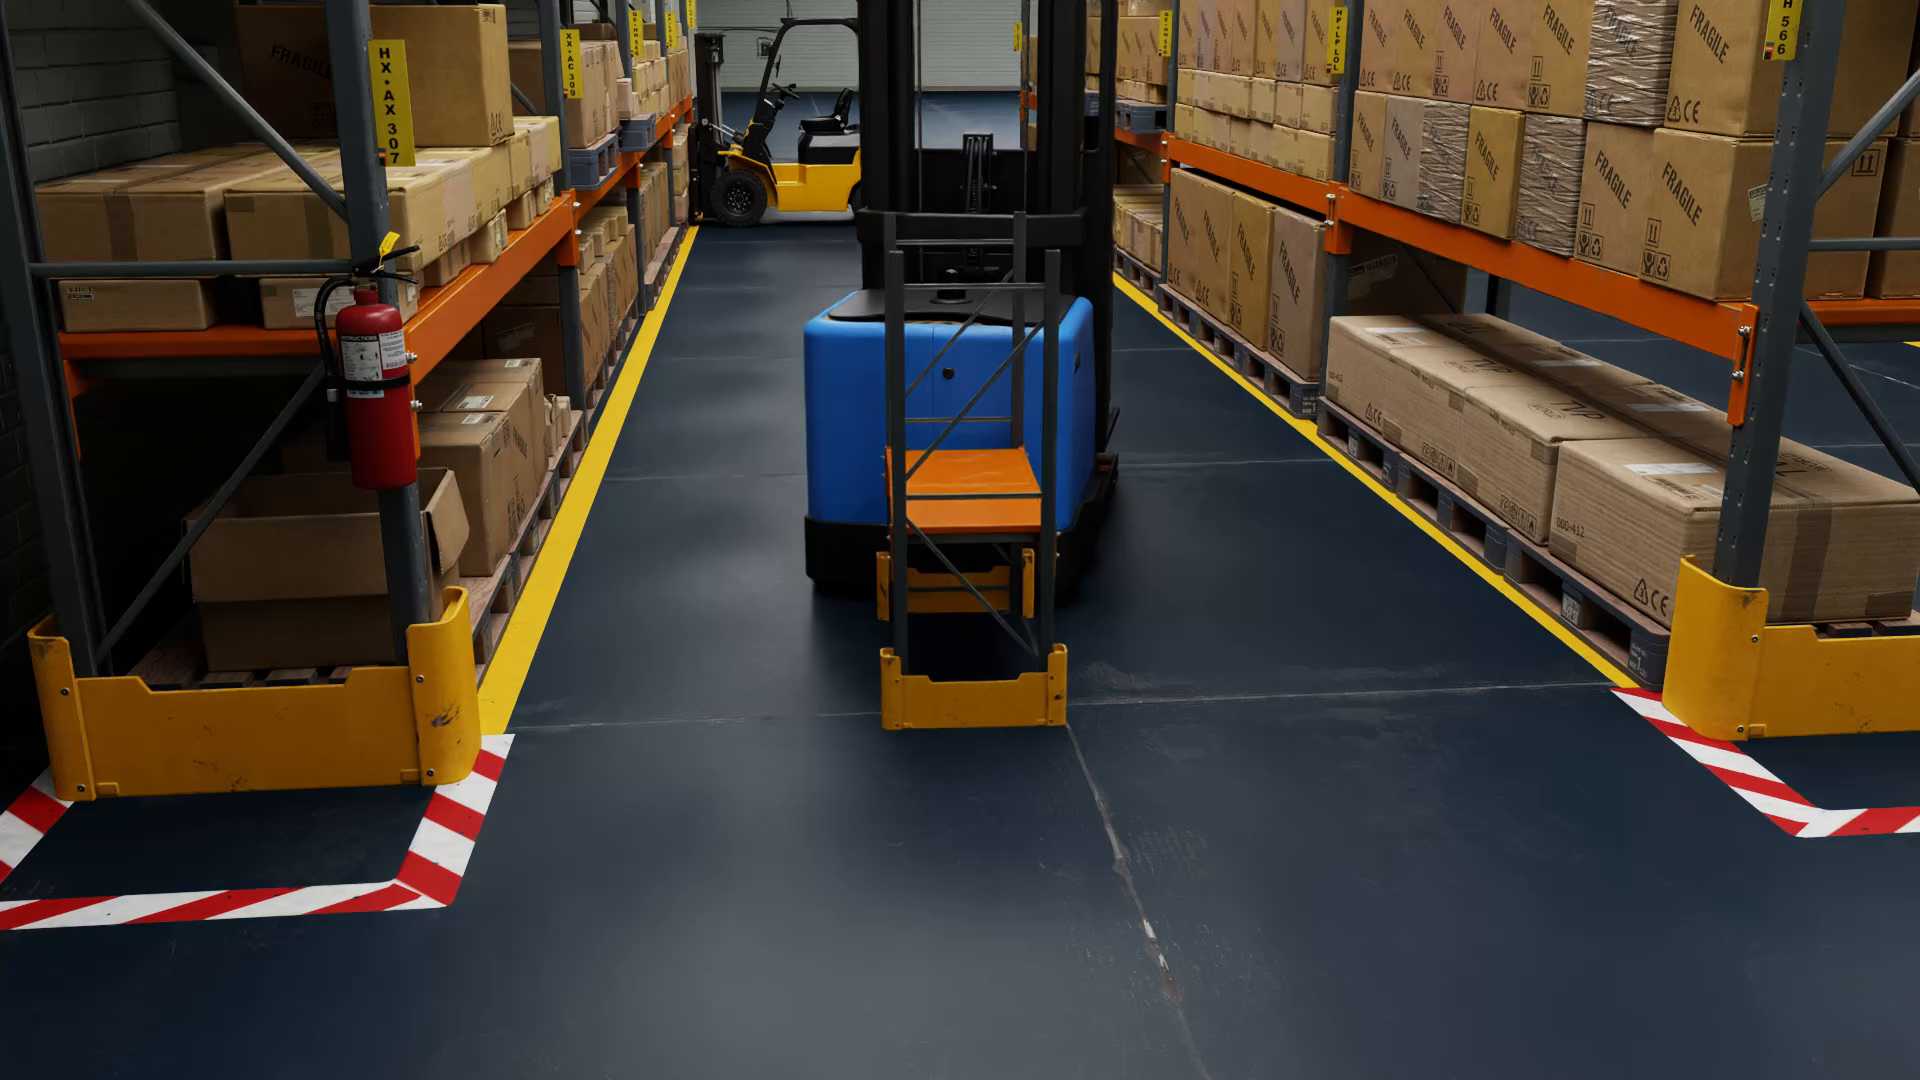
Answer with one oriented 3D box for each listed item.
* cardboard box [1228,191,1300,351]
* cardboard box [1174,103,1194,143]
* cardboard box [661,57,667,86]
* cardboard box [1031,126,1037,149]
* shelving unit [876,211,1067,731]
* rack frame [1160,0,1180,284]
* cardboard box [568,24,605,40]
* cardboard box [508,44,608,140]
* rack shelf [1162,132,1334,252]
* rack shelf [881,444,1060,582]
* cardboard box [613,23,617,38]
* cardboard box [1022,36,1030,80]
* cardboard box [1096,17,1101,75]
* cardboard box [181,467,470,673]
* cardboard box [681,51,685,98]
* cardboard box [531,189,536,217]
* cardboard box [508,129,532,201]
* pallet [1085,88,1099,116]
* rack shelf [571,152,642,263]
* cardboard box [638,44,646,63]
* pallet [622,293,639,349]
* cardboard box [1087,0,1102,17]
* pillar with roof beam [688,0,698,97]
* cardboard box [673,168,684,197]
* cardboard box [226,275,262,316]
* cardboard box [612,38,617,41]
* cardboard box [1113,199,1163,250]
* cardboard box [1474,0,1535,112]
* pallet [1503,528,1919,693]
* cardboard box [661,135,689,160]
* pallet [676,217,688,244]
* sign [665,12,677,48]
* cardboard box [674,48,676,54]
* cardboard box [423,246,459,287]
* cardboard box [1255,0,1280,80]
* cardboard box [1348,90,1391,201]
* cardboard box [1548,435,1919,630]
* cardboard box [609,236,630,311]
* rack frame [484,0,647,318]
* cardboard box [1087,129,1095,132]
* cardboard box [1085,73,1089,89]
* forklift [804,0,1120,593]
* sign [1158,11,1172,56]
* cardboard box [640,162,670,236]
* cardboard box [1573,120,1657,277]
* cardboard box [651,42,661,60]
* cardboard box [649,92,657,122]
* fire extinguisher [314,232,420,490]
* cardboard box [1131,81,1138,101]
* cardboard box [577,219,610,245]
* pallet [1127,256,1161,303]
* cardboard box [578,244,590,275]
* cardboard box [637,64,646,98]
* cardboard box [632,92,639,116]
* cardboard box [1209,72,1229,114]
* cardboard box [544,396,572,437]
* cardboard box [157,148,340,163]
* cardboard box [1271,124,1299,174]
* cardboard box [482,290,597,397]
[{"bbox_3d":[2.234,-1.708,10.455,0.875,0.875,0.875,-1,17,-4],"label":"cardboard box"},{"bbox_3d":[1.866,-3.037,12.092,0.500,0.250,0.500,-2,18,-7],"label":"cardboard box"},{"bbox_3d":[-2.979,-4.328,15.370,0.500,0.250,0.500,-2,18,-7],"label":"cardboard box"},{"bbox_3d":[1.110,-4.480,19.077,0.500,0.500,0.500,-2,18,-8],"label":"cardboard box"},{"bbox_3d":[0.013,-0.279,5.560,0.587,1.500,1.083,-1,17,-3],"label":"shelving unit"},{"bbox_3d":[2.066,-3.262,12.559,1.000,3.000,0.127,-2,18,-6],"label":"rack frame"},{"bbox_3d":[-3.617,-4.884,15.980,0.380,0.149,0.250,-2,18,-6],"label":"cardboard box"},{"bbox_3d":[-2.339,-2.469,9.166,0.700,0.500,0.500,-2,17,-5],"label":"cardboard box"},{"bbox_3d":[2.272,-2.323,10.769,1.077,0.370,4.000,-2,18,-6],"label":"rack shelf"},{"bbox_3d":[0.012,-0.110,5.623,0.538,0.185,1.000,-1,17,-3],"label":"rack shelf"},{"bbox_3d":[-3.717,-5.267,17.198,0.380,0.149,0.250,-2,18,-6],"label":"cardboard box"},{"bbox_3d":[1.014,-5.685,19.615,0.500,0.500,0.500,-2,18,-6],"label":"cardboard box"},{"bbox_3d":[1.506,-4.398,14.814,0.500,0.500,0.500,-2,18,-6],"label":"cardboard box"},{"bbox_3d":[-2.015,0.082,5.376,0.797,0.503,0.637,-2,18,-8],"label":"cardboard box"},{"bbox_3d":[-3.287,-5.093,18.223,0.500,0.500,0.500,-2,18,-7],"label":"cardboard box"},{"bbox_3d":[-2.075,-1.476,7.290,0.380,0.149,0.250,-1,17,-4],"label":"cardboard box"},{"bbox_3d":[-2.059,-1.544,6.841,0.500,0.250,0.500,-2,18,-6],"label":"cardboard box"},{"bbox_3d":[1.587,-4.130,15.644,1.003,0.211,1.213,-2,18,-6],"label":"pallet"},{"bbox_3d":[-2.665,-2.168,10.277,1.077,0.370,4.000,-2,18,-6],"label":"rack shelf"},{"bbox_3d":[-2.755,-3.953,13.510,0.380,0.149,0.250,-1,17,-4],"label":"cardboard box"},{"bbox_3d":[-2.832,-1.553,11.773,1.003,0.211,1.213,-2,18,-6],"label":"pallet"},{"bbox_3d":[1.350,-5.002,15.654,0.380,0.149,0.250,-2,18,-6],"label":"cardboard box"},{"bbox_3d":[-3.333,-17.189,46.905,9.100,9.000,0.400,-2,18,-6],"label":"pillar with roof beam"},{"bbox_3d":[-3.027,-3.580,16.627,0.500,0.250,0.500,-2,18,-6],"label":"cardboard box"},{"bbox_3d":[-2.312,-0.772,5.048,0.380,0.149,0.250,-1,17,-4],"label":"cardboard box"},{"bbox_3d":[-3.650,-5.050,17.004,0.380,0.149,0.250,-1,17,-4],"label":"cardboard box"},{"bbox_3d":[1.861,-2.823,14.847,0.950,0.372,0.625,-1,17,-4],"label":"cardboard box"},{"bbox_3d":[2.423,-1.992,6.677,0.500,0.500,0.500,-2,18,-6],"label":"cardboard box"},{"bbox_3d":[2.731,0.216,6.136,1.003,0.211,1.213,-2,18,-6],"label":"pallet"},{"bbox_3d":[-3.127,-4.119,17.509,0.500,0.250,0.500,-1,17,-4],"label":"cardboard box"},{"bbox_3d":[-3.324,-3.207,17.040,1.003,0.211,1.213,-2,18,-6],"label":"pallet"},{"bbox_3d":[-2.745,-4.833,15.764,0.100,0.325,0.005,-2,18,-6],"label":"sign"},{"bbox_3d":[-3.115,-5.067,17.060,0.380,0.149,0.250,-2,18,-6],"label":"cardboard box"},{"bbox_3d":[-1.906,-0.939,5.580,0.380,0.149,0.250,-1,17,-4],"label":"cardboard box"},{"bbox_3d":[2.089,-3.026,9.971,0.500,0.500,0.500,-1,17,-4],"label":"cardboard box"},{"bbox_3d":[2.266,-1.970,8.277,0.500,0.500,0.500,-1,17,-4],"label":"cardboard box"},{"bbox_3d":[2.723,-0.050,5.904,0.875,0.438,0.875,-2,18,-8],"label":"cardboard box"},{"bbox_3d":[-2.573,-1.846,11.522,0.500,0.500,0.500,-2,18,-6],"label":"cardboard box"},{"bbox_3d":[-2.871,-3.107,12.067,1.000,3.000,0.127,-2,18,-6],"label":"rack frame"},{"bbox_3d":[1.685,-4.355,18.678,0.500,0.500,0.500,-2,18,-7],"label":"cardboard box"},{"bbox_3d":[1.396,-4.360,15.774,0.380,0.149,0.250,-2,17,-5],"label":"cardboard box"},{"bbox_3d":[0.157,-1.595,7.363,1.130,2.935,3.031,3,18,9],"label":"forklift"},{"bbox_3d":[1.527,-3.757,12.335,0.100,0.325,0.005,-2,18,-6],"label":"sign"},{"bbox_3d":[-3.219,-3.211,15.662,0.875,0.625,0.625,-1,17,-3],"label":"cardboard box"},{"bbox_3d":[2.541,-1.212,5.862,0.500,0.500,0.500,-2,18,-7],"label":"cardboard box"},{"bbox_3d":[-2.851,-4.336,14.731,0.380,0.149,0.250,-2,18,-7],"label":"cardboard box"},{"bbox_3d":[-2.833,-3.633,13.993,0.500,0.250,0.500,-1,17,-4],"label":"cardboard box"},{"bbox_3d":[-1.571,-0.480,4.448,0.296,0.674,0.183,-2,18,-6],"label":"fire extinguisher"},{"bbox_3d":[1.610,-3.659,13.543,0.380,0.149,0.250,-3,18,-8],"label":"cardboard box"},{"bbox_3d":[-2.544,-2.045,11.072,0.380,0.149,0.250,-1,17,-4],"label":"cardboard box"},{"bbox_3d":[1.987,-2.164,13.718,1.003,0.211,1.213,-2,18,-6],"label":"pallet"},{"bbox_3d":[-2.405,-1.661,9.849,0.380,0.149,0.250,-2,18,-6],"label":"cardboard box"},{"bbox_3d":[-2.724,-3.563,12.935,0.500,0.250,0.500,-1,17,-4],"label":"cardboard box"},{"bbox_3d":[-2.422,-3.004,11.456,0.380,0.149,0.250,-1,17,-5],"label":"cardboard box"},{"bbox_3d":[1.964,-2.967,11.037,0.500,0.250,0.500,-2,18,-6],"label":"cardboard box"},{"bbox_3d":[-2.109,-0.599,8.135,0.380,0.149,0.250,-2,18,-7],"label":"cardboard box"},{"bbox_3d":[-2.456,-1.224,5.823,0.500,0.250,0.500,-1,17,-4],"label":"cardboard box"},{"bbox_3d":[2.130,-2.276,9.670,0.500,0.250,0.500,-2,18,-6],"label":"cardboard box"},{"bbox_3d":[-2.285,-1.074,9.064,0.500,0.500,0.500,-1,17,-3],"label":"cardboard box"}]
